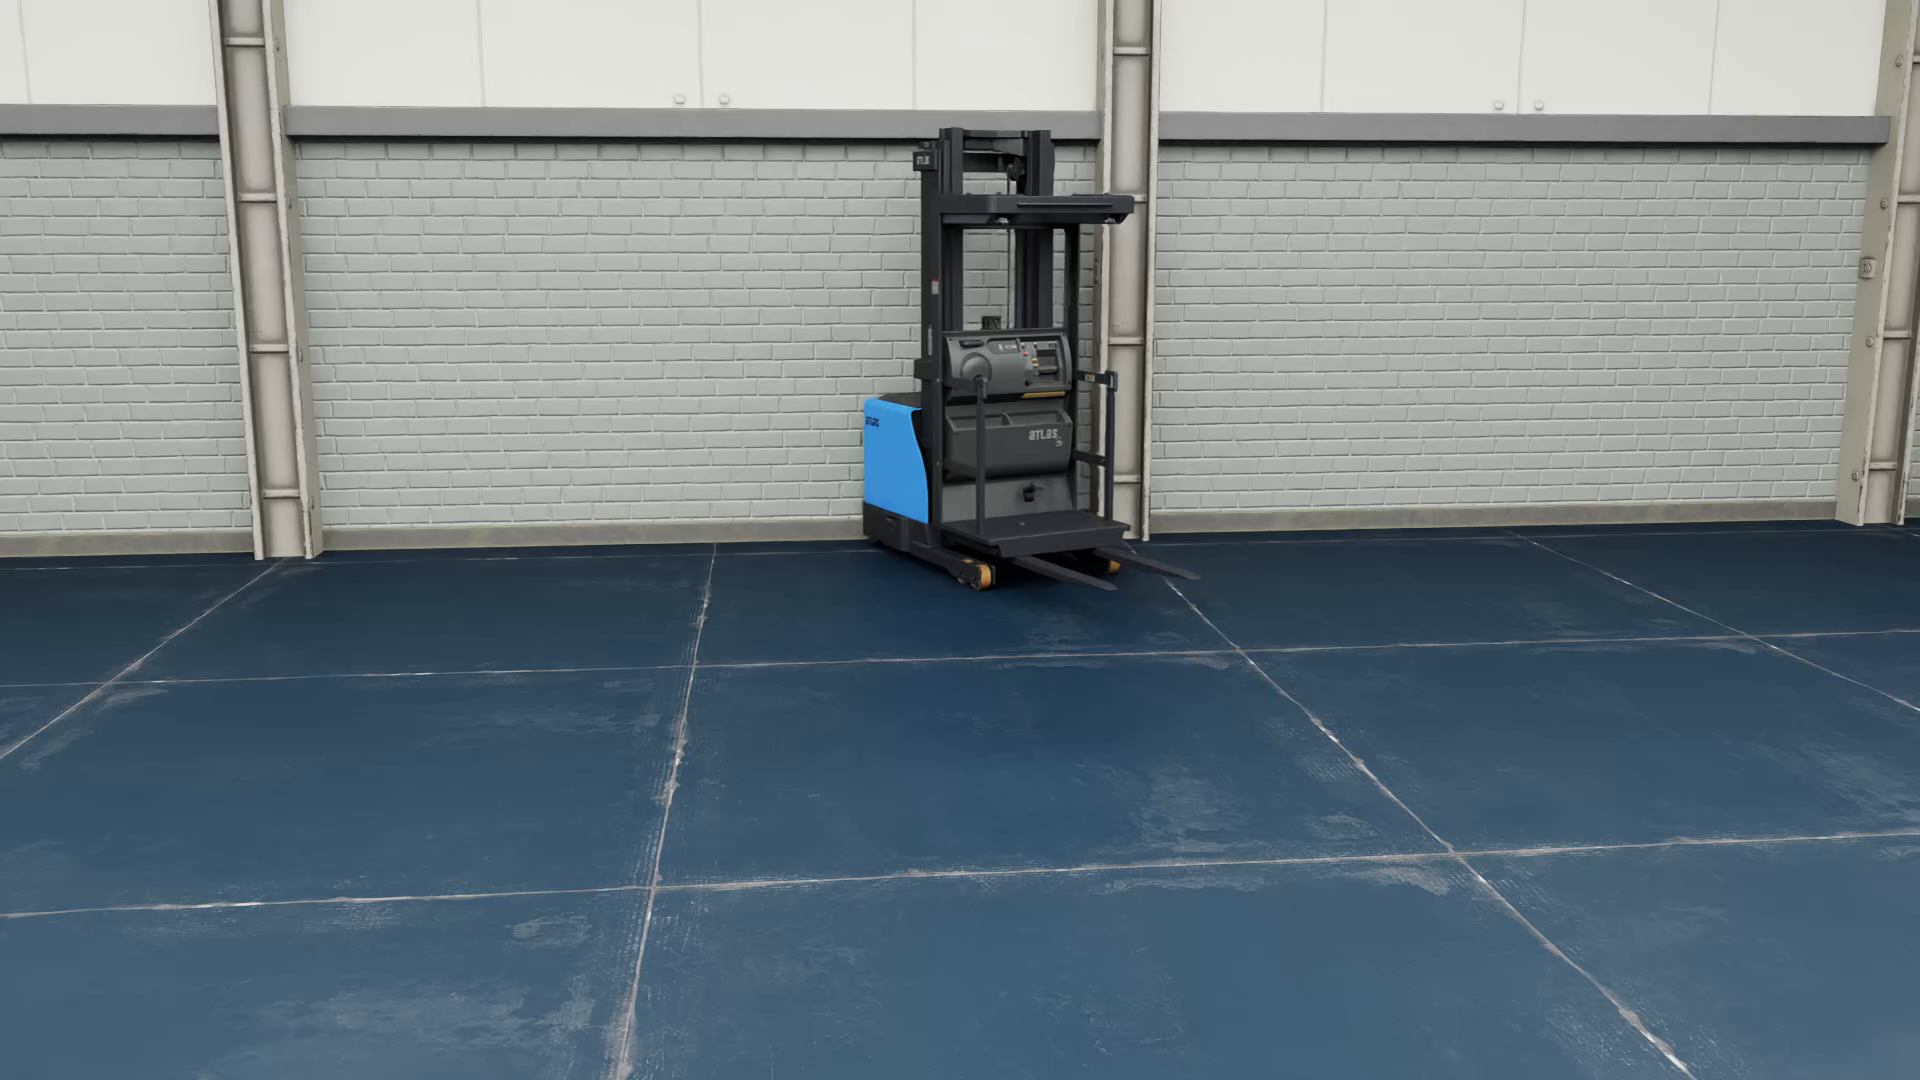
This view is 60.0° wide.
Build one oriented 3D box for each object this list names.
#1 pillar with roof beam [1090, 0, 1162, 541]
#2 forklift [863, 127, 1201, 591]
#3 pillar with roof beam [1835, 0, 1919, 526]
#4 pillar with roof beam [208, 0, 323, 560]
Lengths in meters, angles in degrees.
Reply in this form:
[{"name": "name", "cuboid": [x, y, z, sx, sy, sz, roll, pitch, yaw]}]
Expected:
[{"name": "pillar with roof beam", "cuboid": [1.660, -3.611, 7.407, 0.400, 9.000, 9.100, -1, 11, -6]}, {"name": "forklift", "cuboid": [0.437, -1.216, 10.955, 1.130, 2.935, 3.031, -6, 13, -28]}, {"name": "pillar with roof beam", "cuboid": [7.625, -3.736, 8.043, 0.400, 9.000, 9.100, -1, 11, -6]}, {"name": "pillar with roof beam", "cuboid": [-4.305, -3.486, 6.771, 0.400, 9.000, 9.100, -1, 11, -6]}]
